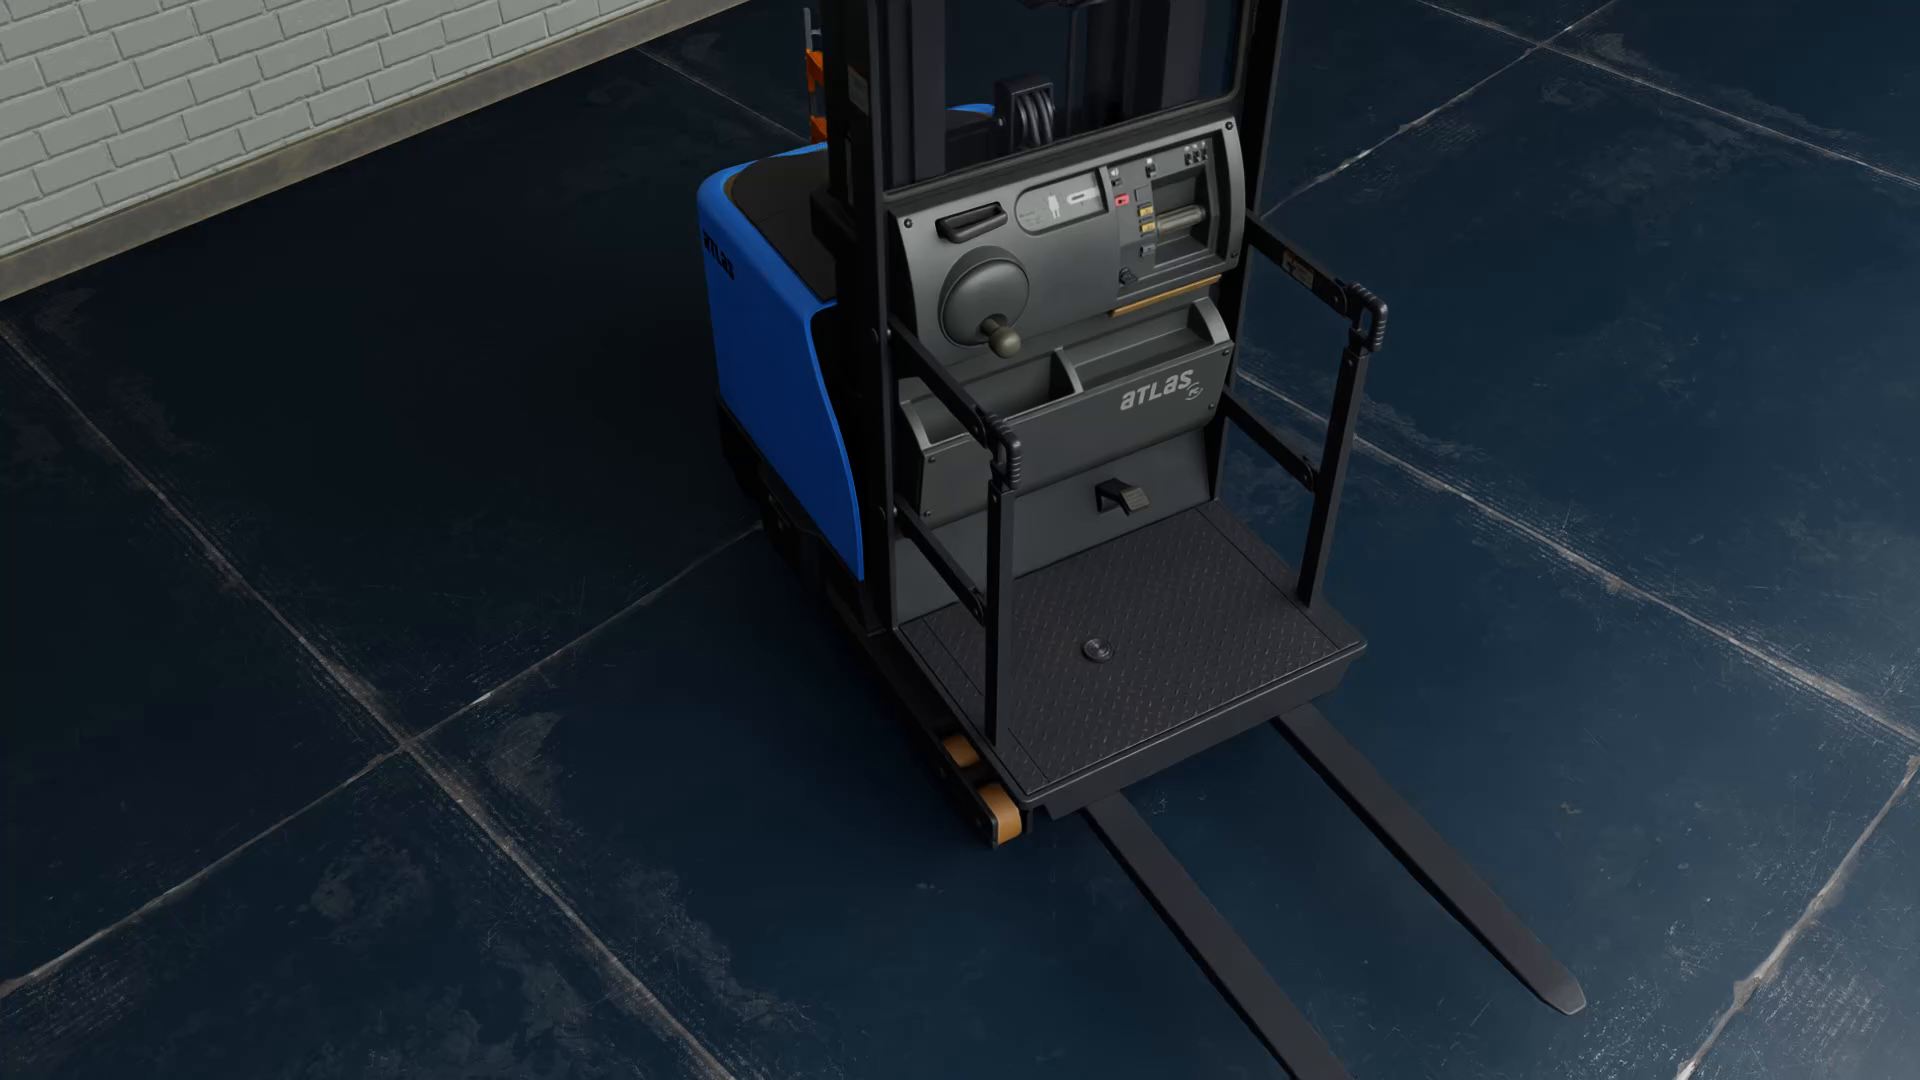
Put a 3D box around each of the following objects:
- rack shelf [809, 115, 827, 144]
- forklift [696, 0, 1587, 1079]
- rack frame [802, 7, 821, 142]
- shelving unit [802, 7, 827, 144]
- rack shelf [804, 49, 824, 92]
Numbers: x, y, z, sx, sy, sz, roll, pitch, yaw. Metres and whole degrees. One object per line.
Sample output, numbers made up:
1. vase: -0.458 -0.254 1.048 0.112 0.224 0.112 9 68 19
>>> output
1. rack shelf: -0.296 -1.253 5.491 0.258 0.148 0.480 -16 45 -17
2. forklift: 0.387 -0.636 3.779 1.130 2.935 3.031 -21 47 -21
3. rack frame: -0.391 -1.290 5.762 0.240 1.200 0.015 -16 45 -17
4. shelving unit: -0.296 -1.138 5.597 0.258 1.200 0.503 -16 45 -17
5. rack shelf: -0.296 -1.426 5.330 0.258 0.148 0.480 -16 45 -17
